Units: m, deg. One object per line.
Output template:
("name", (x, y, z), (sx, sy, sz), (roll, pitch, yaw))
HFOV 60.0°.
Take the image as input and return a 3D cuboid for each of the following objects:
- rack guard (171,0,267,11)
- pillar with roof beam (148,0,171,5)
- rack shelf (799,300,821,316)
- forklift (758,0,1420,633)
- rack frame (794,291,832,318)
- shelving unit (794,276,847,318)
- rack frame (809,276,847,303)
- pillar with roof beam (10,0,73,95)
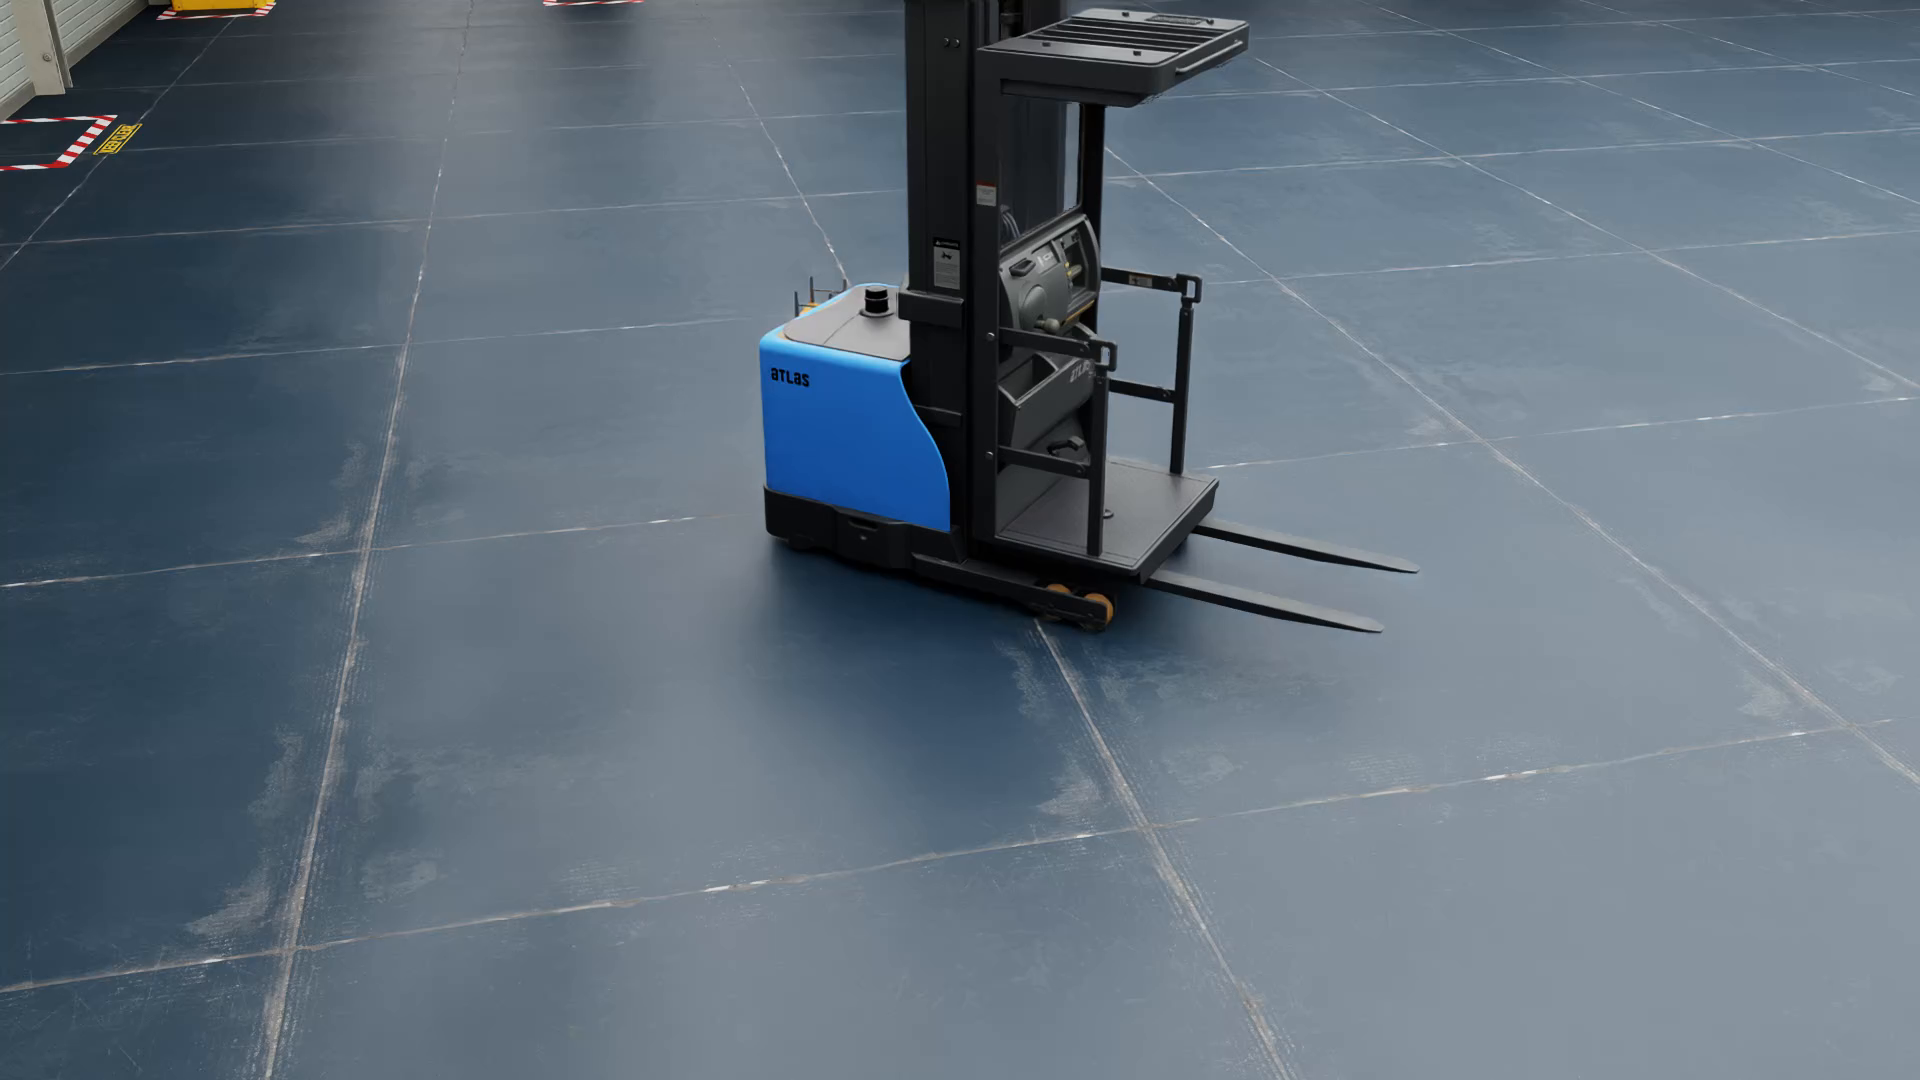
("rack guard", (-10.052, -7.466, 22.488), (1.175, 0.500, 0.348), (-6, 27, -12))
("pillar with roof beam", (-6.841, -11.884, 21.808), (9.100, 9.000, 0.400), (-6, 27, -12))
("rack shelf", (-0.711, -1.078, 8.613), (0.215, 0.259, 0.240), (6, 27, 12))
("forklift", (0.588, -1.175, 7.324), (3.031, 2.935, 1.130), (13, 30, 25))
("rack frame", (-0.740, -0.781, 8.631), (0.200, 1.050, 0.008), (6, 27, 12))
("shelving unit", (-0.711, -0.834, 8.736), (0.215, 1.050, 0.252), (6, 27, 12))
("rack frame", (-0.682, -0.887, 8.842), (0.200, 1.050, 0.008), (6, 27, 12))
("pillar with roof beam", (-5.489, -9.250, 16.589), (9.100, 9.000, 0.400), (-6, 27, -12))
